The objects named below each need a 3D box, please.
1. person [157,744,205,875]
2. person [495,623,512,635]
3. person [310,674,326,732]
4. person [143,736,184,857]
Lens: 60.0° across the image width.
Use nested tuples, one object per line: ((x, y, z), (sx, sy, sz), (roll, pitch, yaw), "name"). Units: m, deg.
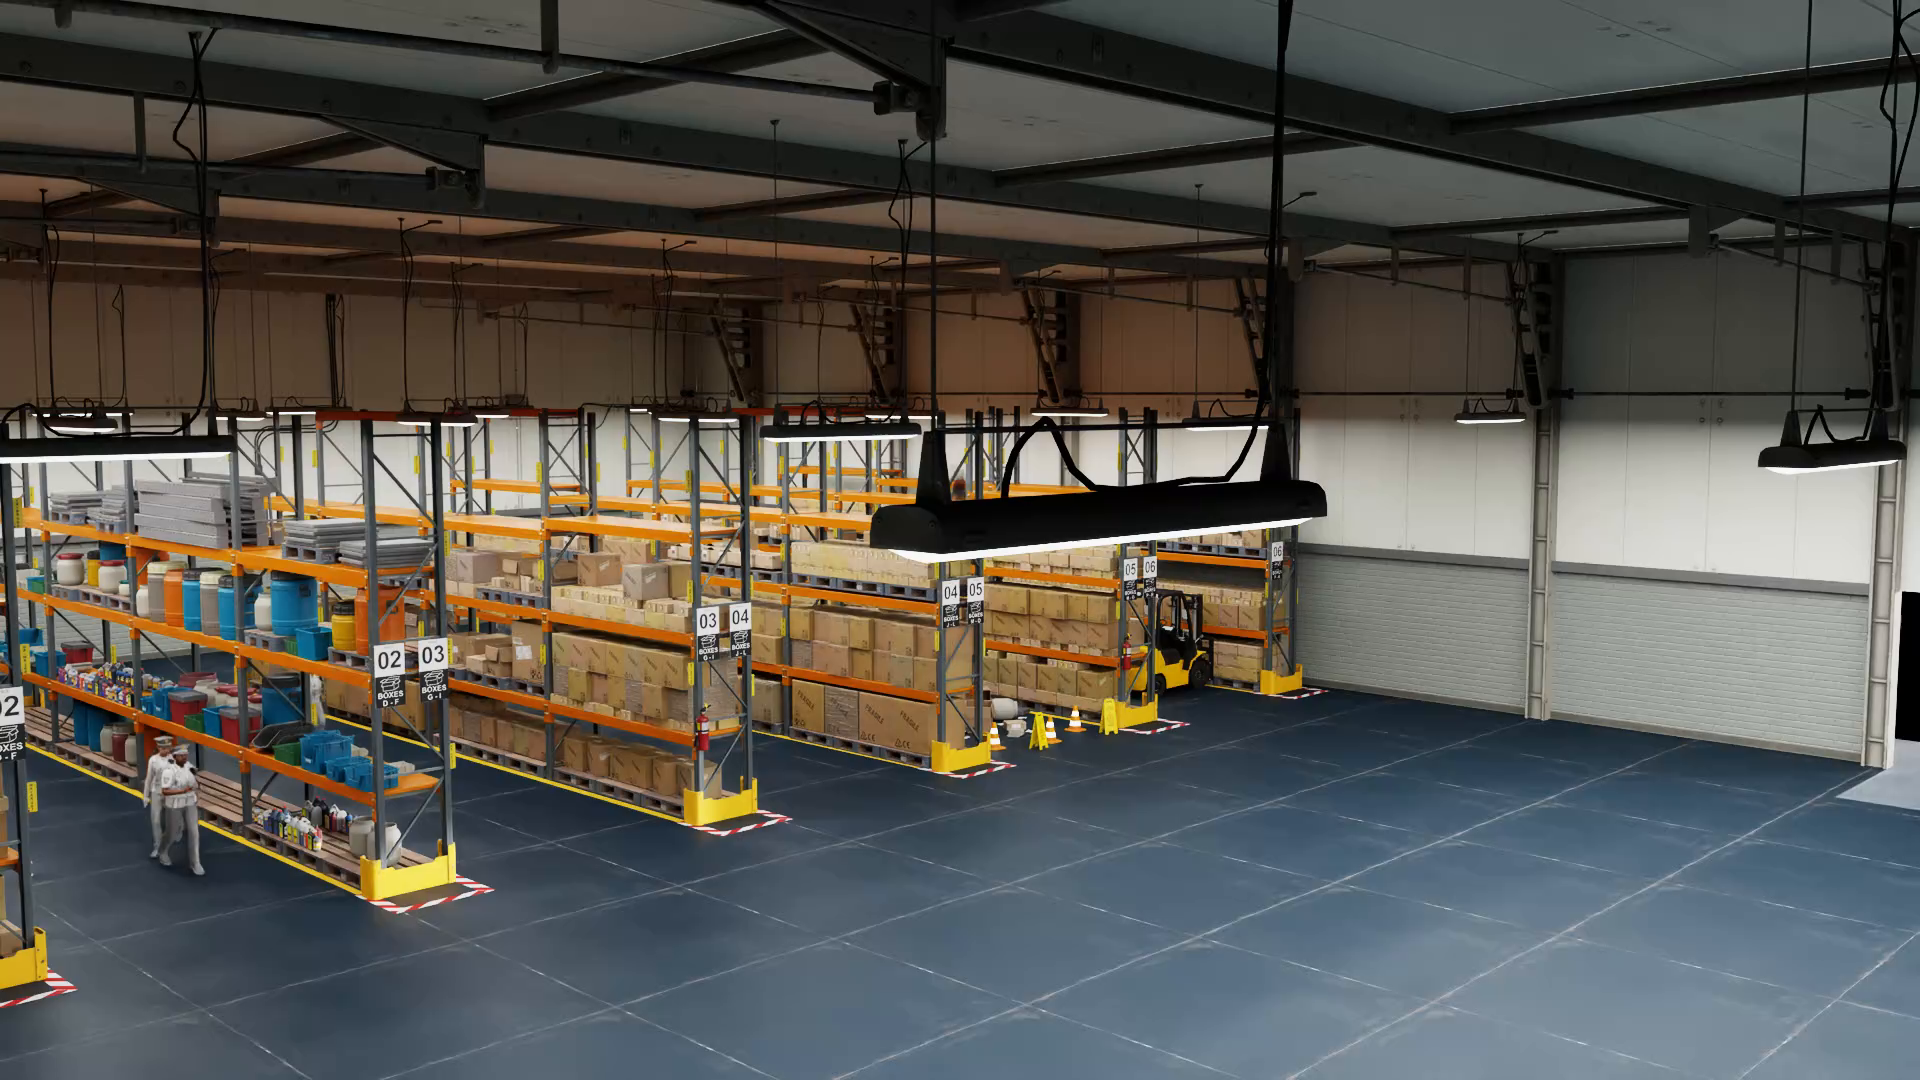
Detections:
((-10.302, 3.518, 21.950), (0.929, 1.699, 0.566), (4, 6, 36), "person")
((-11.316, 1.882, 41.354), (0.507, 1.569, 0.662), (2, 6, 26), "person")
((-11.434, 2.919, 29.231), (0.830, 1.747, 0.593), (5, 7, 42), "person")
((-10.916, 3.475, 22.867), (0.568, 1.620, 0.763), (-1, 5, -15), "person")
